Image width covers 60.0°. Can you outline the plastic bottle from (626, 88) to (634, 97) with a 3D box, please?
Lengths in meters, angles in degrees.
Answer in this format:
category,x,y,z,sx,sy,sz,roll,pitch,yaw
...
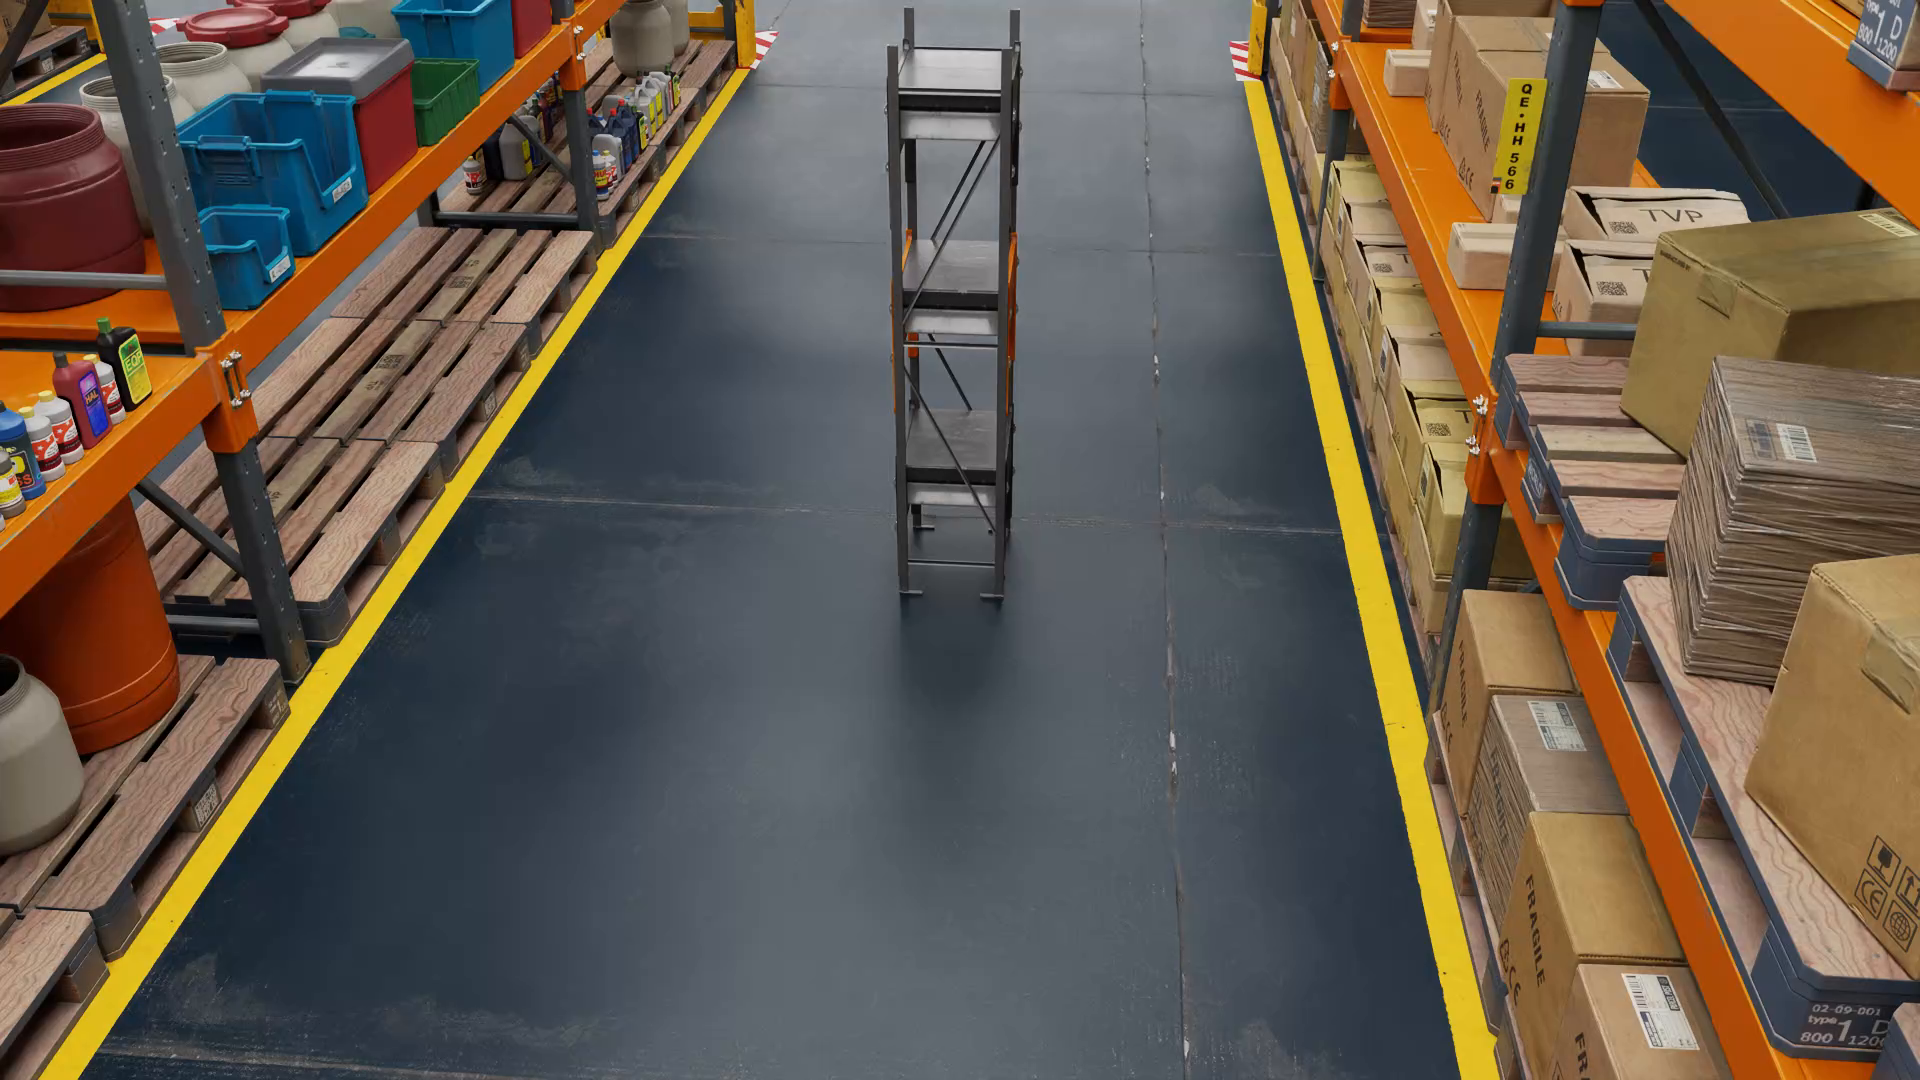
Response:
category,x,y,z,sx,sy,sz,roll,pitch,yaw
plastic bottle,-2.089,-2.802,10.685,0.097,0.201,0.097,0,32,0

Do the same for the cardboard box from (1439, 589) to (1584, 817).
category,x,y,z,sx,sy,sz,roll,pitch,yaw
cardboard box,1.772,0.507,5.032,0.500,0.500,0.500,4,32,6

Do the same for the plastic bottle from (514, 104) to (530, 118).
category,x,y,z,sx,sy,sz,roll,pitch,yaw
plastic bottle,-2.710,-2.579,10.181,0.144,0.351,0.185,2,32,4

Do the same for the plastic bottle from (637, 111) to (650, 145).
category,x,y,z,sx,sy,sz,roll,pitch,yaw
plastic bottle,-1.976,-2.547,10.272,0.097,0.201,0.097,0,32,0

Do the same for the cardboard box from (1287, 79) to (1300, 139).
category,x,y,z,sx,sy,sz,roll,pitch,yaw
cardboard box,2.356,-2.732,10.545,0.500,0.250,0.500,2,32,4

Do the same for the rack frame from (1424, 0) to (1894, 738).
category,x,y,z,sx,sy,sz,roll,pitch,yaw
rack frame,2.094,-0.596,4.858,1.000,3.000,0.127,2,32,4

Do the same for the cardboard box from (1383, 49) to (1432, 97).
category,x,y,z,sx,sy,sz,roll,pitch,yaw
cardboard box,2.144,-2.126,7.580,0.380,0.149,0.250,2,32,4

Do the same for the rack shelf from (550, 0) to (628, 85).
category,x,y,z,sx,sy,sz,roll,pitch,yaw
rack shelf,-2.354,-3.641,10.484,1.077,0.370,4.000,2,32,4

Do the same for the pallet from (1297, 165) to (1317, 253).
category,x,y,z,sx,sy,sz,roll,pitch,yaw
pallet,2.526,-1.914,9.655,1.003,0.211,1.213,2,32,4

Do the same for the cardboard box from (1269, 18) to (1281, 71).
category,x,y,z,sx,sy,sz,roll,pitch,yaw
cardboard box,2.480,-3.516,11.817,0.500,0.250,0.500,2,32,4

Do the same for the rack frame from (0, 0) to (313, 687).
category,x,y,z,sx,sy,sz,roll,pitch,yaw
rack frame,-2.843,-0.809,5.204,1.000,3.000,0.127,2,32,4

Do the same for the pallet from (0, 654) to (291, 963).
category,x,y,z,sx,sy,sz,roll,pitch,yaw
pallet,-2.865,0.792,5.264,1.003,0.211,1.213,2,32,4

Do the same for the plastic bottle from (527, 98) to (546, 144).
category,x,y,z,sx,sy,sz,roll,pitch,yaw
plastic bottle,-2.606,-2.559,10.214,0.061,0.283,0.133,2,32,4

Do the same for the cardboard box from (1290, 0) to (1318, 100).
category,x,y,z,sx,sy,sz,roll,pitch,yaw
cardboard box,2.355,-3.051,10.348,0.500,0.500,0.500,2,32,4

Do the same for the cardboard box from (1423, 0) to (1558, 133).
category,x,y,z,sx,sy,sz,roll,pitch,yaw
cardboard box,2.298,-2.054,7.128,0.500,0.500,0.500,5,32,8

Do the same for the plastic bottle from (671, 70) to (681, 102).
category,x,y,z,sx,sy,sz,roll,pitch,yaw
plastic bottle,-1.904,-3.010,11.022,0.097,0.201,0.097,0,32,0

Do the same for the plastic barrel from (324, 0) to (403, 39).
category,x,y,z,sx,sy,sz,roll,pitch,yaw
plastic barrel,-2.813,-2.468,7.766,0.433,0.535,0.433,0,32,0

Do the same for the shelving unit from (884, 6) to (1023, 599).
category,x,y,z,sx,sy,sz,roll,pitch,yaw
shelving unit,-0.013,-0.807,6.059,0.431,2.100,0.503,2,32,4

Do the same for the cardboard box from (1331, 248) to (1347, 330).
category,x,y,z,sx,sy,sz,roll,pitch,yaw
cardboard box,2.097,-1.228,8.104,0.500,0.250,0.500,3,32,5

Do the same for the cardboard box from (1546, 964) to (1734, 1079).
category,x,y,z,sx,sy,sz,roll,pitch,yaw
cardboard box,1.652,1.316,3.719,0.500,0.500,0.500,1,32,2

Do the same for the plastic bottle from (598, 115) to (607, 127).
category,x,y,z,sx,sy,sz,roll,pitch,yaw
plastic bottle,-2.146,-2.412,9.986,0.097,0.271,0.097,0,32,0

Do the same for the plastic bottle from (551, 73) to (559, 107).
category,x,y,z,sx,sy,sz,roll,pitch,yaw
plastic bottle,-2.686,-2.971,10.882,0.061,0.283,0.133,3,32,5

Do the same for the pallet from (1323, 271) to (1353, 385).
category,x,y,z,sx,sy,sz,roll,pitch,yaw
pallet,2.399,-1.113,8.356,1.003,0.211,1.213,2,32,4

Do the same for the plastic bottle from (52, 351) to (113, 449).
category,x,y,z,sx,sy,sz,roll,pitch,yaw
plastic bottle,-2.469,-0.409,4.666,0.061,0.283,0.133,2,32,4

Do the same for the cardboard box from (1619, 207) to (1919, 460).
category,x,y,z,sx,sy,sz,roll,pitch,yaw
cardboard box,2.155,-0.483,4.179,0.700,0.500,0.500,-8,33,-13

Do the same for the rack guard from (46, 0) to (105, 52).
category,x,y,z,sx,sy,sz,roll,pitch,yaw
rack guard,-7.134,-4.100,12.927,1.175,0.500,0.348,2,32,4

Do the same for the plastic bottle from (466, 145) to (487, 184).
category,x,y,z,sx,sy,sz,roll,pitch,yaw
plastic bottle,-2.806,-2.198,9.627,0.061,0.283,0.133,4,32,6

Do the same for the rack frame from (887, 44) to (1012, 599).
category,x,y,z,sx,sy,sz,roll,pitch,yaw
rack frame,-0.033,-0.680,5.852,0.400,2.100,0.015,2,32,4

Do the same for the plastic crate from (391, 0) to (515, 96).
category,x,y,z,sx,sy,sz,roll,pitch,yaw
plastic crate,-2.297,-2.304,7.645,0.392,0.384,0.575,2,32,4

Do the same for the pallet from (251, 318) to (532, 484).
category,x,y,z,sx,sy,sz,roll,pitch,yaw
pallet,-2.639,-0.662,7.623,1.003,0.211,1.213,2,32,4

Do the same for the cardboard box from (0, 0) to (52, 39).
category,x,y,z,sx,sy,sz,roll,pitch,yaw
cardboard box,-7.195,-3.993,12.353,0.500,0.500,0.500,8,33,13

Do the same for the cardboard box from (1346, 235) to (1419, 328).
category,x,y,z,sx,sy,sz,roll,pitch,yaw
cardboard box,2.051,-1.197,7.519,0.500,0.311,0.500,1,32,2

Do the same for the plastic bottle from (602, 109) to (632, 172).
category,x,y,z,sx,sy,sz,roll,pitch,yaw
plastic bottle,-2.038,-2.365,9.834,0.144,0.351,0.185,3,32,5

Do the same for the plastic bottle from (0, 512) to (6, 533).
category,x,y,z,sx,sy,sz,roll,pitch,yaw
plastic bottle,-2.528,-0.141,4.242,0.097,0.271,0.097,0,32,0

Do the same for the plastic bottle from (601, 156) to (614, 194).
category,x,y,z,sx,sy,sz,roll,pitch,yaw
plastic bottle,-2.046,-2.098,9.543,0.097,0.201,0.097,0,32,0

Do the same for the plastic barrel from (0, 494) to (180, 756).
category,x,y,z,sx,sy,sz,roll,pitch,yaw
plastic barrel,-2.865,0.192,5.247,0.600,0.830,0.708,2,32,4

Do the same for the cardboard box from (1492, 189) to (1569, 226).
category,x,y,z,sx,sy,sz,roll,pitch,yaw
cardboard box,2.142,-1.158,6.010,0.380,0.149,0.250,5,32,8

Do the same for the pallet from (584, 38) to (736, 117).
category,x,y,z,sx,sy,sz,roll,pitch,yaw
pallet,-2.222,-3.339,11.967,1.003,0.211,1.213,2,32,4

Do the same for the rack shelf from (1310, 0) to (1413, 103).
category,x,y,z,sx,sy,sz,roll,pitch,yaw
rack shelf,2.583,-3.427,10.138,1.077,0.370,4.000,2,32,4

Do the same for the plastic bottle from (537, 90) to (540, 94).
category,x,y,z,sx,sy,sz,roll,pitch,yaw
plastic bottle,-2.694,-2.771,10.634,0.097,0.201,0.097,0,32,0

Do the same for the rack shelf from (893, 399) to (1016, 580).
category,x,y,z,sx,sy,sz,roll,pitch,yaw
rack shelf,-0.013,-0.200,6.433,0.431,0.518,0.480,2,32,4

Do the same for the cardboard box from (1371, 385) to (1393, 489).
category,x,y,z,sx,sy,sz,roll,pitch,yaw
cardboard box,1.976,-0.422,6.796,0.500,0.250,0.500,3,32,5

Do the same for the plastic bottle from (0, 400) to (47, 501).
category,x,y,z,sx,sy,sz,roll,pitch,yaw
plastic bottle,-2.512,-0.243,4.408,0.097,0.271,0.097,0,32,0

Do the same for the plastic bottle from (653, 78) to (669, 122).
category,x,y,z,sx,sy,sz,roll,pitch,yaw
plastic bottle,-1.963,-2.838,10.673,0.152,0.276,0.135,2,32,3

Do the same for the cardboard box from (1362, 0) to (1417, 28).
category,x,y,z,sx,sy,sz,roll,pitch,yaw
cardboard box,2.450,-2.962,8.603,0.700,0.500,0.500,2,32,3

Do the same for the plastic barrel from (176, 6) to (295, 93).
category,x,y,z,sx,sy,sz,roll,pitch,yaw
plastic barrel,-2.908,-1.858,6.776,0.433,0.535,0.433,0,32,0

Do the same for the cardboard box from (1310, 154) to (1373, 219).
category,x,y,z,sx,sy,sz,roll,pitch,yaw
cardboard box,2.240,-1.948,9.272,0.500,0.250,0.500,2,32,4

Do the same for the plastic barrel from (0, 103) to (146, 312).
category,x,y,z,sx,sy,sz,roll,pitch,yaw
plastic barrel,-3.107,-1.123,5.583,0.600,0.536,0.708,2,32,4

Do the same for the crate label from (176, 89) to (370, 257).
category,x,y,z,sx,sy,sz,roll,pitch,yaw
crate label,-2.492,-1.332,6.019,0.502,0.435,0.616,2,32,4

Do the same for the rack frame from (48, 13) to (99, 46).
category,x,y,z,sx,sy,sz,roll,pitch,yaw
rack frame,-7.128,-5.204,12.336,1.000,3.000,0.127,2,32,4

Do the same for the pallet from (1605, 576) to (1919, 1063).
category,x,y,z,sx,sy,sz,roll,pitch,yaw
pallet,1.940,0.503,3.258,1.003,0.211,1.213,2,32,4

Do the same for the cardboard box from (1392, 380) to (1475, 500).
category,x,y,z,sx,sy,sz,roll,pitch,yaw
cardboard box,1.927,-0.399,6.225,0.500,0.311,0.500,2,32,3

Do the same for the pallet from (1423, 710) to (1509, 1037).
category,x,y,z,sx,sy,sz,roll,pitch,yaw
pallet,1.996,0.980,4.959,1.003,0.211,1.213,2,32,4
